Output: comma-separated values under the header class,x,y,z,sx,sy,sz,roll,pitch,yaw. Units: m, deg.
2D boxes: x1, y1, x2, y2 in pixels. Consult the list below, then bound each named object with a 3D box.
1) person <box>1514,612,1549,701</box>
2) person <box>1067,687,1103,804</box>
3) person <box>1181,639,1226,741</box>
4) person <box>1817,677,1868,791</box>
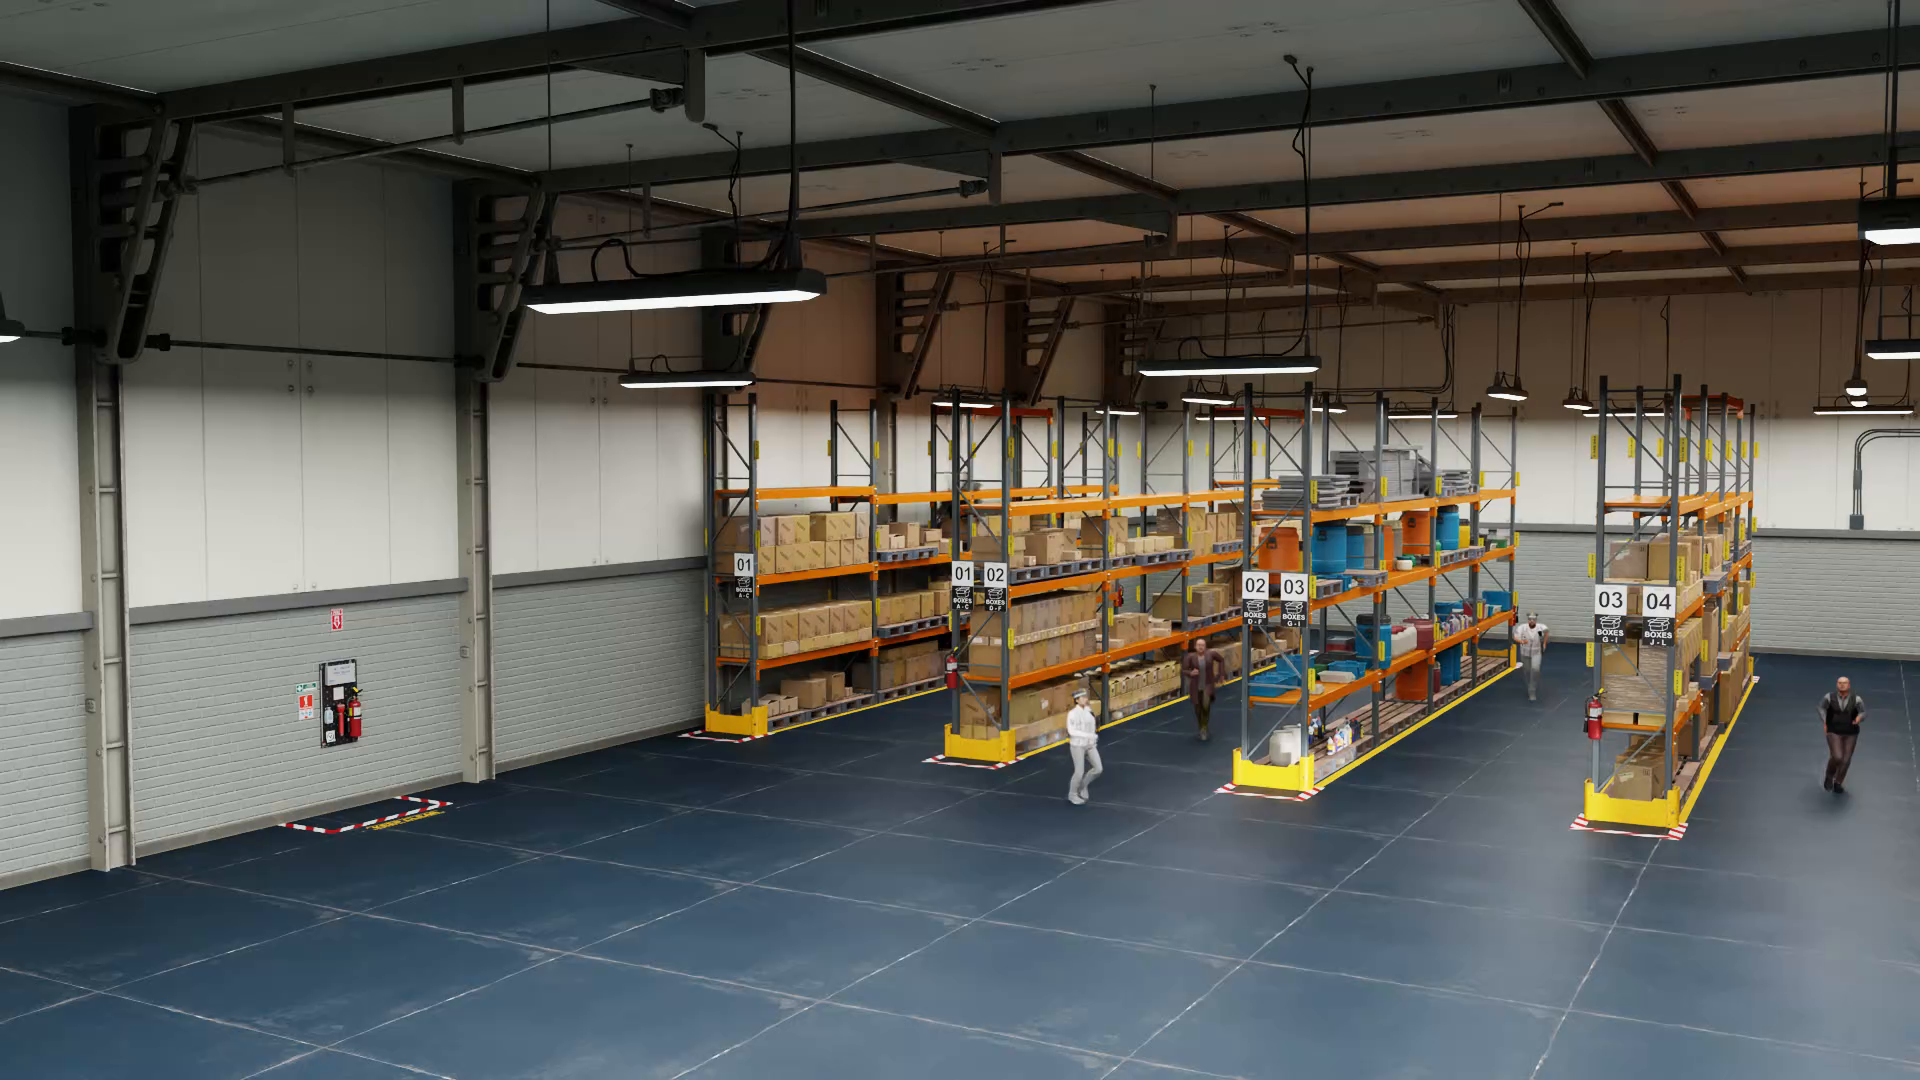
class,x,y,z,sx,sy,sz,roll,pitch,yaw
person,11.570,2.327,33.683,0.658,1.798,1.015,1,3,24
person,1.760,2.896,23.404,0.584,1.659,0.589,-2,4,-39
person,4.189,2.568,28.641,0.753,1.765,0.881,1,3,10
person,12.853,2.840,24.205,0.637,1.698,0.653,1,3,20
